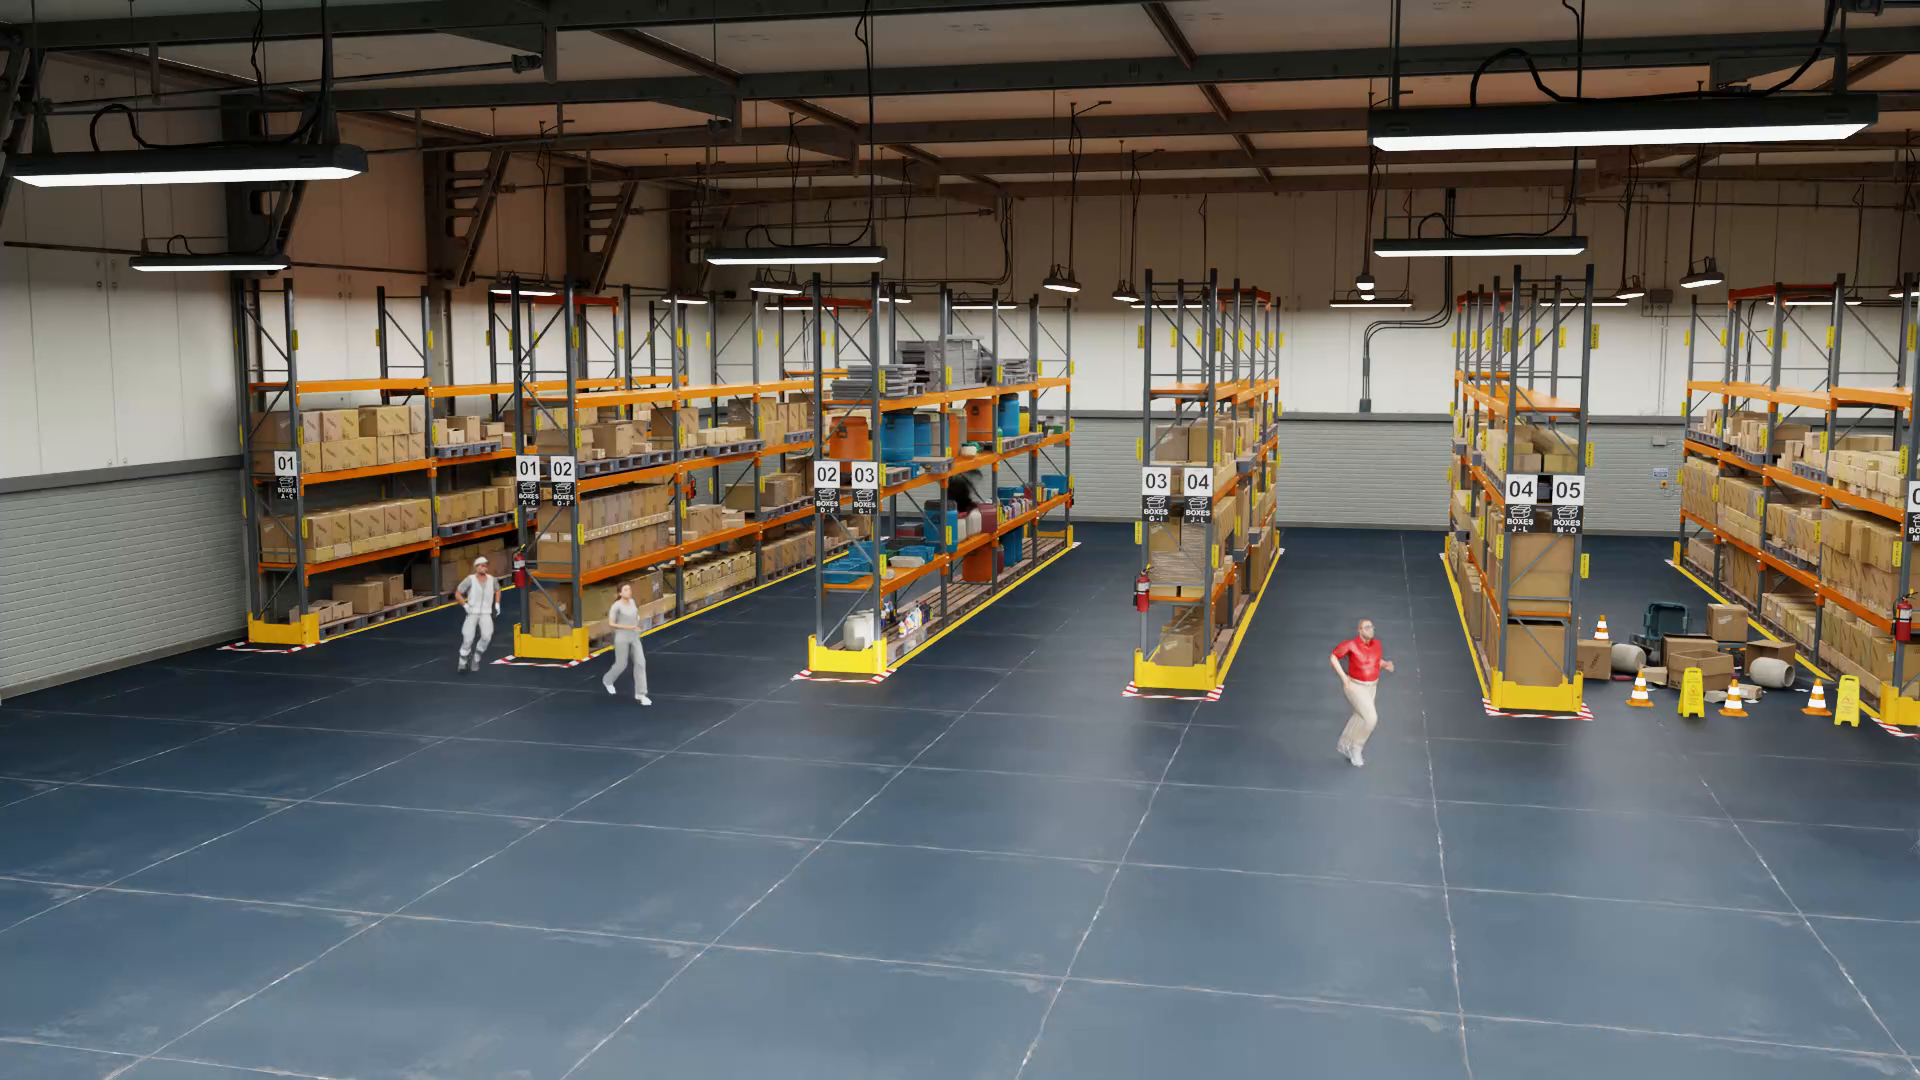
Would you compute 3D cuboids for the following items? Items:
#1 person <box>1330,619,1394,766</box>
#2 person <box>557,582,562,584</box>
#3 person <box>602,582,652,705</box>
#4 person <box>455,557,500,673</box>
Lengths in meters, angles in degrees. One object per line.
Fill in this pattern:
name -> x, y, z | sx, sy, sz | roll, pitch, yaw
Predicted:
person -> 4.799, 1.815, 19.744 | 0.626, 1.783, 0.747 | -5, 9, -36
person -> -7.333, 0.421, 31.066 | 0.668, 1.739, 0.803 | 0, 7, 4
person -> -4.635, 1.410, 23.064 | 0.954, 1.684, 0.578 | 6, 9, 41
person -> -7.254, 1.127, 25.139 | 0.719, 1.747, 0.628 | -4, 8, -29
